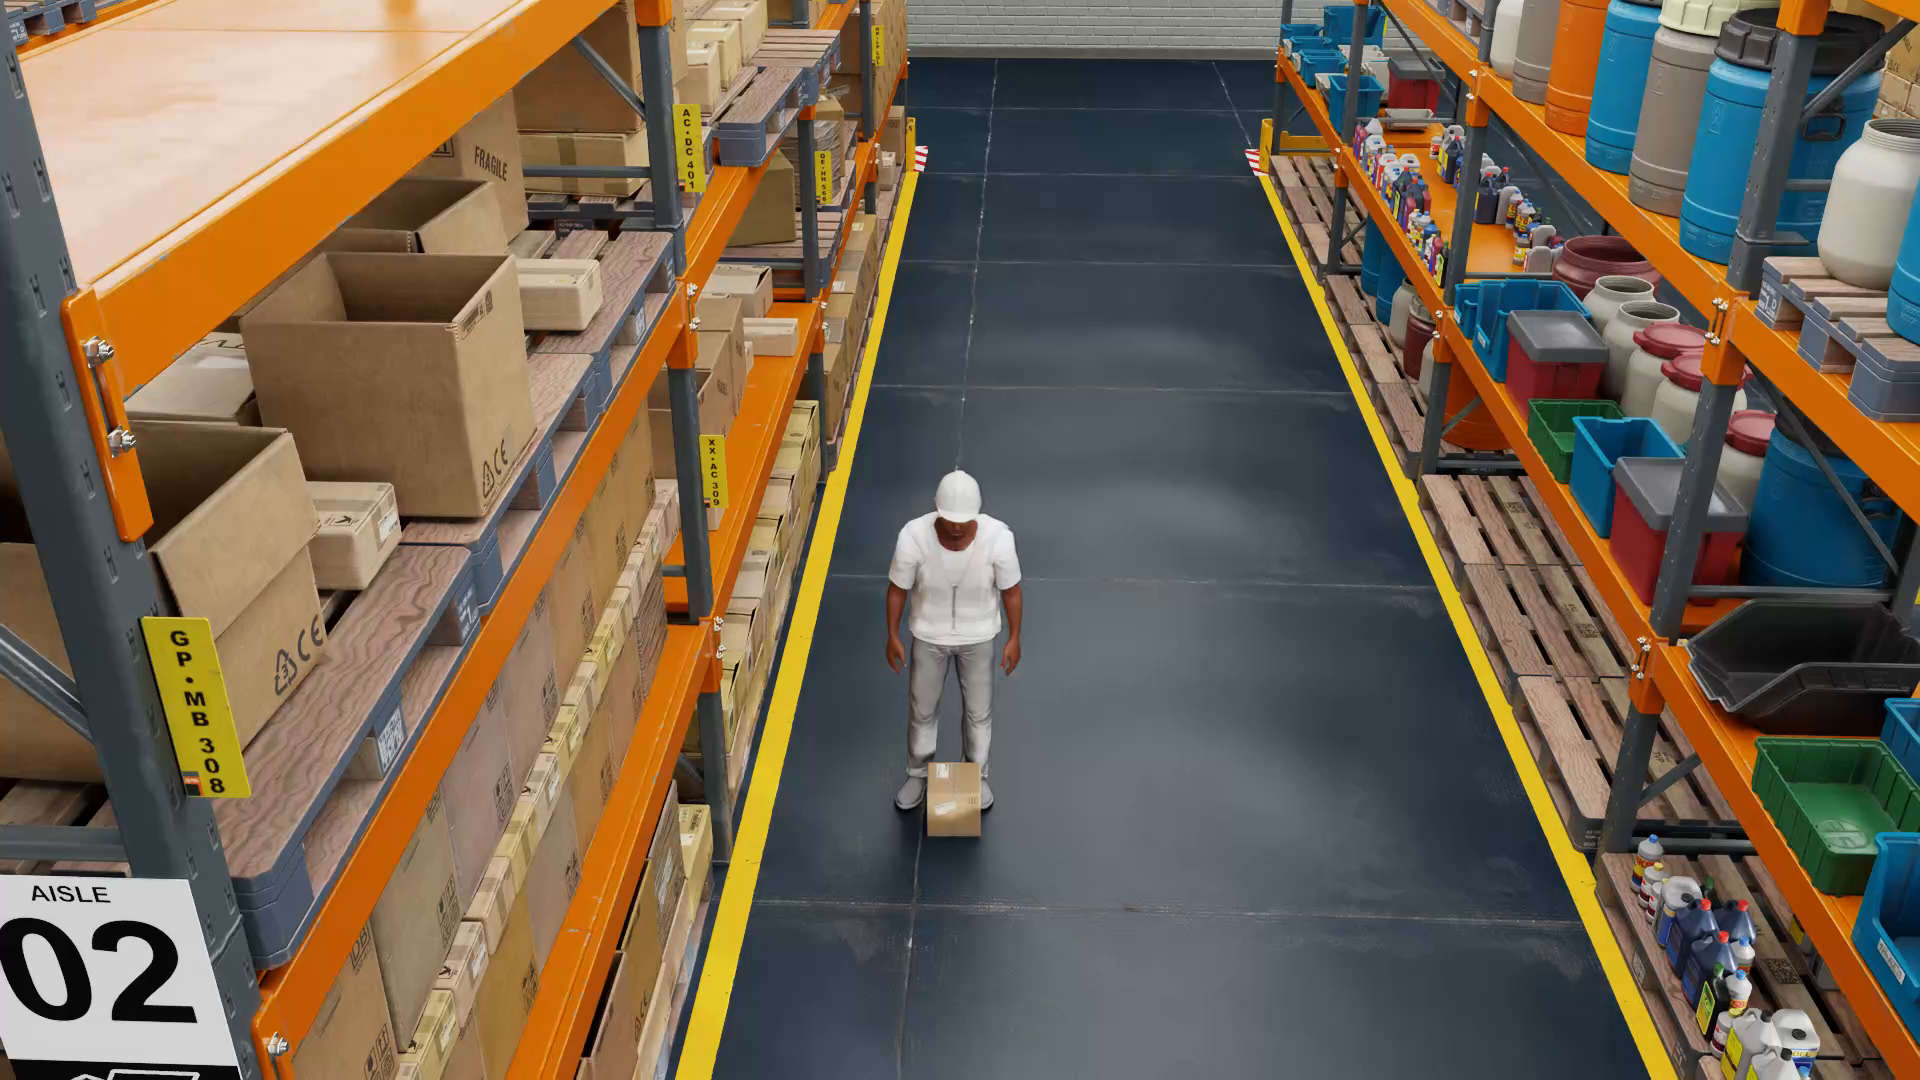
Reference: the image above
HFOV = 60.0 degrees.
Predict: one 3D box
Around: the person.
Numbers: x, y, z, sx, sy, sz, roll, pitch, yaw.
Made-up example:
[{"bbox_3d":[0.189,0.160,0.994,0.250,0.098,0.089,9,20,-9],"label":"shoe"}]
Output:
[{"bbox_3d":[-0.030,0.460,7.729,0.634,1.760,0.463,1,28,1],"label":"person"}]
